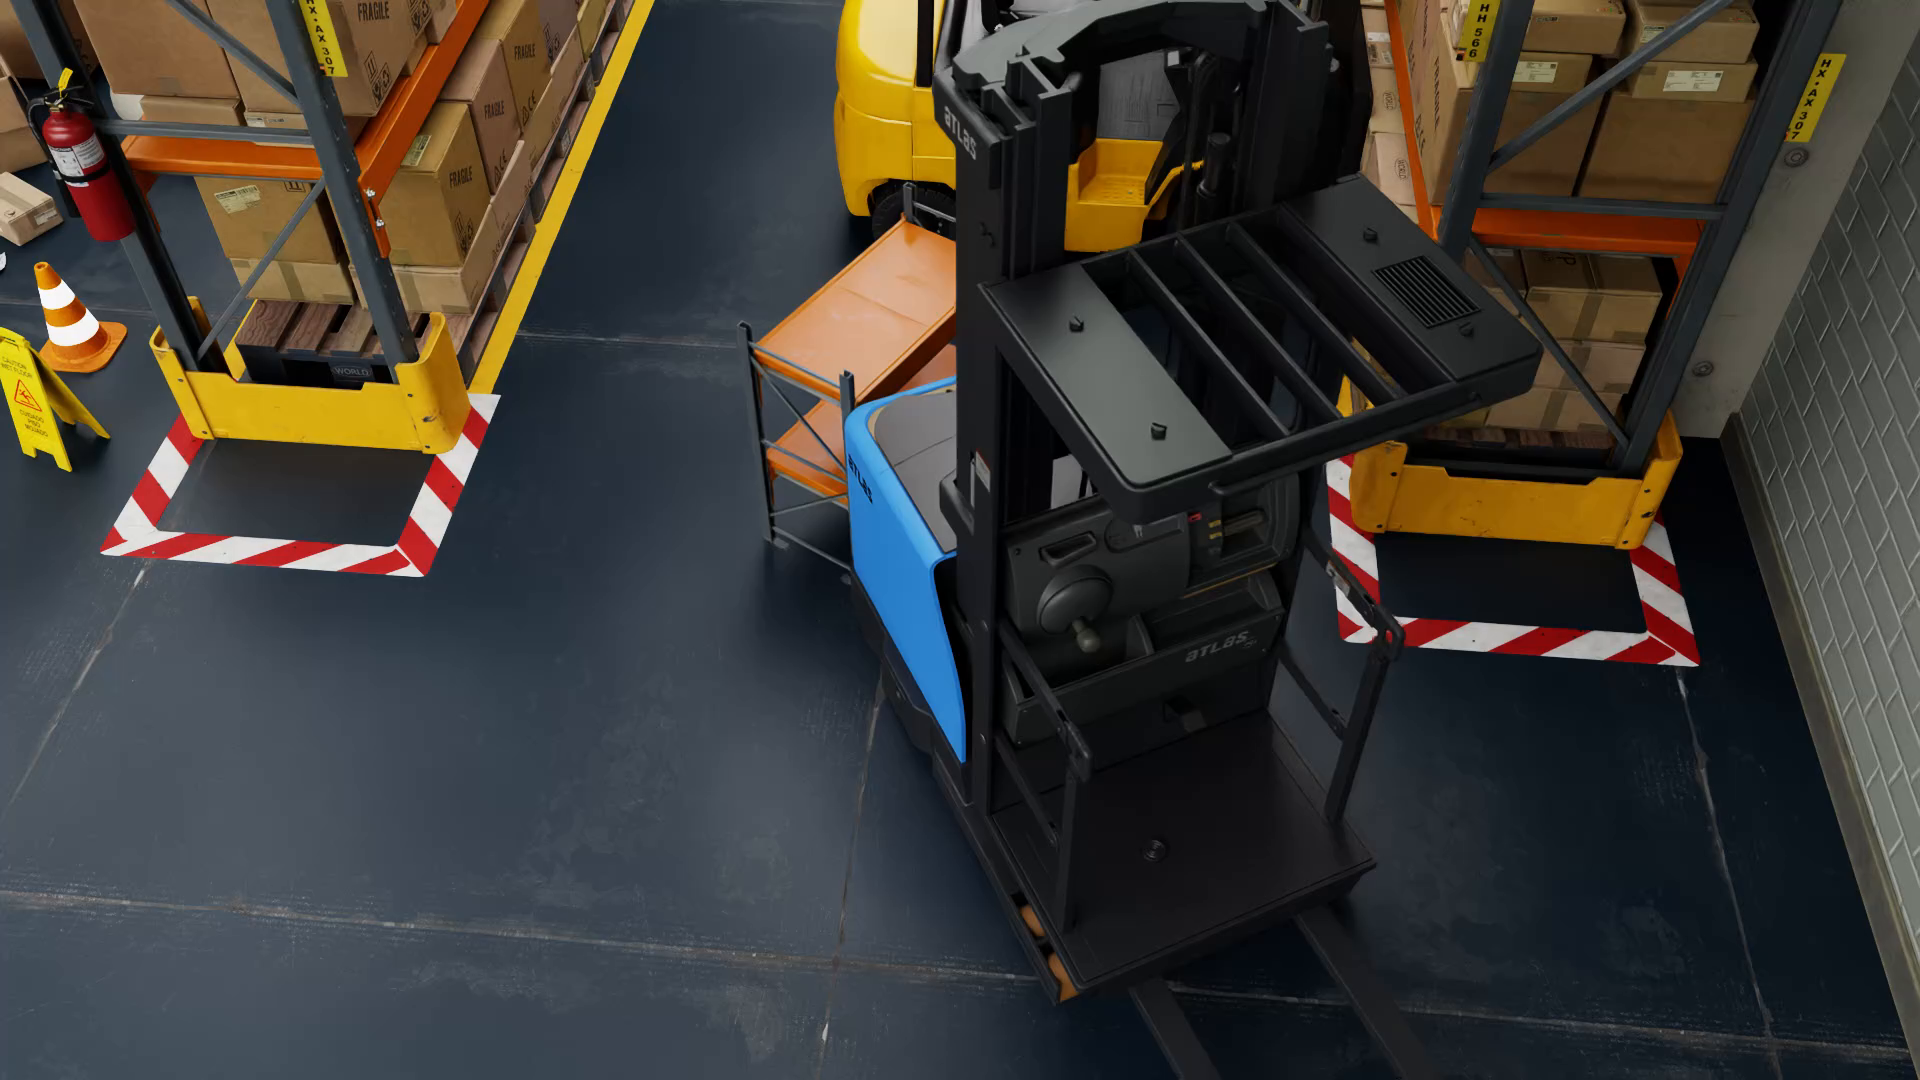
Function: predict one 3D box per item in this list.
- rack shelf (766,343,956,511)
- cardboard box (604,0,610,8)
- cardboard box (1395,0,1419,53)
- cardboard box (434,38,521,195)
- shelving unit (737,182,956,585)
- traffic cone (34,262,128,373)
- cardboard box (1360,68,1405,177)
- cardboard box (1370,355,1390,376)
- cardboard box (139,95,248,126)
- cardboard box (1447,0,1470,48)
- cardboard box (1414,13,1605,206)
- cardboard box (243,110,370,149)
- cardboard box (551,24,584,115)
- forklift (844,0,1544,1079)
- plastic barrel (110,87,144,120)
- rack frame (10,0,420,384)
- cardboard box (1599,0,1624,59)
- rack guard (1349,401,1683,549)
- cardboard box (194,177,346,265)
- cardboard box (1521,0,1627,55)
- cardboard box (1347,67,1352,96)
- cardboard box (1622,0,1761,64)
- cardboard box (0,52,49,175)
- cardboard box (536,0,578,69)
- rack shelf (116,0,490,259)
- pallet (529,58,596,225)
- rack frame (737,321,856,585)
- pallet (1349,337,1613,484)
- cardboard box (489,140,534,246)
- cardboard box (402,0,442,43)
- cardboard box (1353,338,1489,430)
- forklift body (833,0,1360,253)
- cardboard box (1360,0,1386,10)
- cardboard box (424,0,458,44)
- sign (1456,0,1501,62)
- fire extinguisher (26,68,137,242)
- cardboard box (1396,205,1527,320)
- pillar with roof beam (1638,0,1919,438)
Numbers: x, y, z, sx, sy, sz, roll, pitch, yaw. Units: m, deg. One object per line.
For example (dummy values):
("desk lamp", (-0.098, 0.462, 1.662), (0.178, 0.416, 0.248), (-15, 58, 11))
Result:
("rack shelf", (-0.295, -0.436, 6.718), (0.538, 0.278, 1.000), (27, 53, 22))
("cardboard box", (-2.160, -3.185, 9.209), (0.500, 0.250, 0.500), (6, 48, 5))
("cardboard box", (2.091, -2.324, 6.775), (0.500, 0.500, 0.500), (3, 48, 3))
("cardboard box", (-2.344, -1.928, 7.551), (0.500, 0.500, 0.500), (2, 48, 2))
("shelving unit", (-0.295, -0.601, 6.537), (0.538, 1.125, 1.048), (27, 53, 22))
("traffic cone", (-3.984, -1.031, 7.380), (0.336, 0.463, 0.334), (4, 48, 4))
("cardboard box", (2.013, -1.811, 7.275), (0.500, 0.250, 0.500), (4, 48, 4))
("cardboard box", (1.938, -0.915, 6.794), (0.500, 0.250, 0.500), (3, 48, 3))
("cardboard box", (-2.917, -1.689, 6.432), (0.380, 0.149, 0.250), (5, 48, 5))
("cardboard box", (1.951, -1.870, 5.920), (0.380, 0.149, 0.250), (5, 48, 4))
("cardboard box", (1.989, -1.567, 6.082), (0.500, 0.500, 0.500), (3, 48, 3))
("cardboard box", (-2.501, -1.636, 6.383), (0.380, 0.149, 0.250), (4, 48, 4))
("cardboard box", (-2.249, -2.420, 8.509), (0.500, 0.250, 0.500), (5, 48, 4))
("forklift", (0.658, 0.127, 4.648), (1.130, 2.935, 3.031), (-19, 50, -16))
("plastic barrel", (-4.058, -2.235, 8.507), (0.421, 0.421, 0.512), (-36, 57, -28))
("rack frame", (-2.738, -1.485, 6.075), (1.000, 3.000, 0.127), (4, 48, 4))
("cardboard box", (2.454, -1.824, 5.878), (0.380, 0.149, 0.250), (4, 48, 4))
("rack guard", (2.203, -0.292, 6.679), (1.175, 0.500, 0.348), (4, 48, 4))
("cardboard box", (-2.925, -1.558, 7.213), (0.500, 0.500, 0.500), (4, 48, 4))
("cardboard box", (2.028, -1.784, 5.640), (0.380, 0.149, 0.250), (4, 48, 4))
("cardboard box", (2.070, -2.031, 7.815), (0.500, 0.250, 0.500), (4, 48, 3))
("cardboard box", (2.449, -1.739, 5.599), (0.380, 0.149, 0.250), (3, 48, 3))
("cardboard box", (-5.099, -2.103, 8.333), (0.797, 0.503, 0.637), (-27, 53, -23))
("cardboard box", (-2.250, -2.689, 8.247), (0.500, 0.500, 0.500), (6, 48, 6))
("rack shelf", (-2.556, -2.712, 7.685), (1.077, 0.370, 4.000), (4, 48, 4))
("pallet", (-2.508, -2.088, 8.517), (1.003, 0.211, 1.213), (4, 48, 4))
("rack frame", (-0.582, -0.291, 6.254), (0.500, 1.125, 0.032), (27, 53, 22))
("pallet", (2.233, -0.777, 7.318), (1.003, 0.211, 1.213), (4, 48, 4))
("cardboard box", (-2.335, -1.647, 7.803), (0.500, 0.250, 0.500), (5, 48, 5))
("cardboard box", (-2.375, -2.329, 6.578), (0.500, 0.500, 0.500), (5, 48, 5))
("cardboard box", (1.933, -0.734, 6.967), (0.500, 0.250, 0.500), (4, 48, 4))
("forklift body", (0.561, -2.383, 7.472), (2.313, 2.155, 1.214), (4, 48, 4))
("cardboard box", (2.123, -2.568, 7.968), (0.500, 0.250, 0.500), (5, 48, 5))
("cardboard box", (-2.318, -2.195, 6.895), (0.380, 0.149, 0.250), (5, 48, 4))
("sign", (1.666, -1.671, 5.300), (0.100, 0.325, 0.005), (4, 48, 4))
("fire extinguisher", (-3.207, -1.406, 6.055), (0.296, 0.674, 0.183), (4, 48, 4))
("cardboard box", (1.937, -1.064, 6.592), (0.500, 0.250, 0.500), (5, 48, 5))
("pillar with roof beam", (-1.121, -3.919, 4.236), (9.100, 9.000, 0.400), (4, 48, 4))
